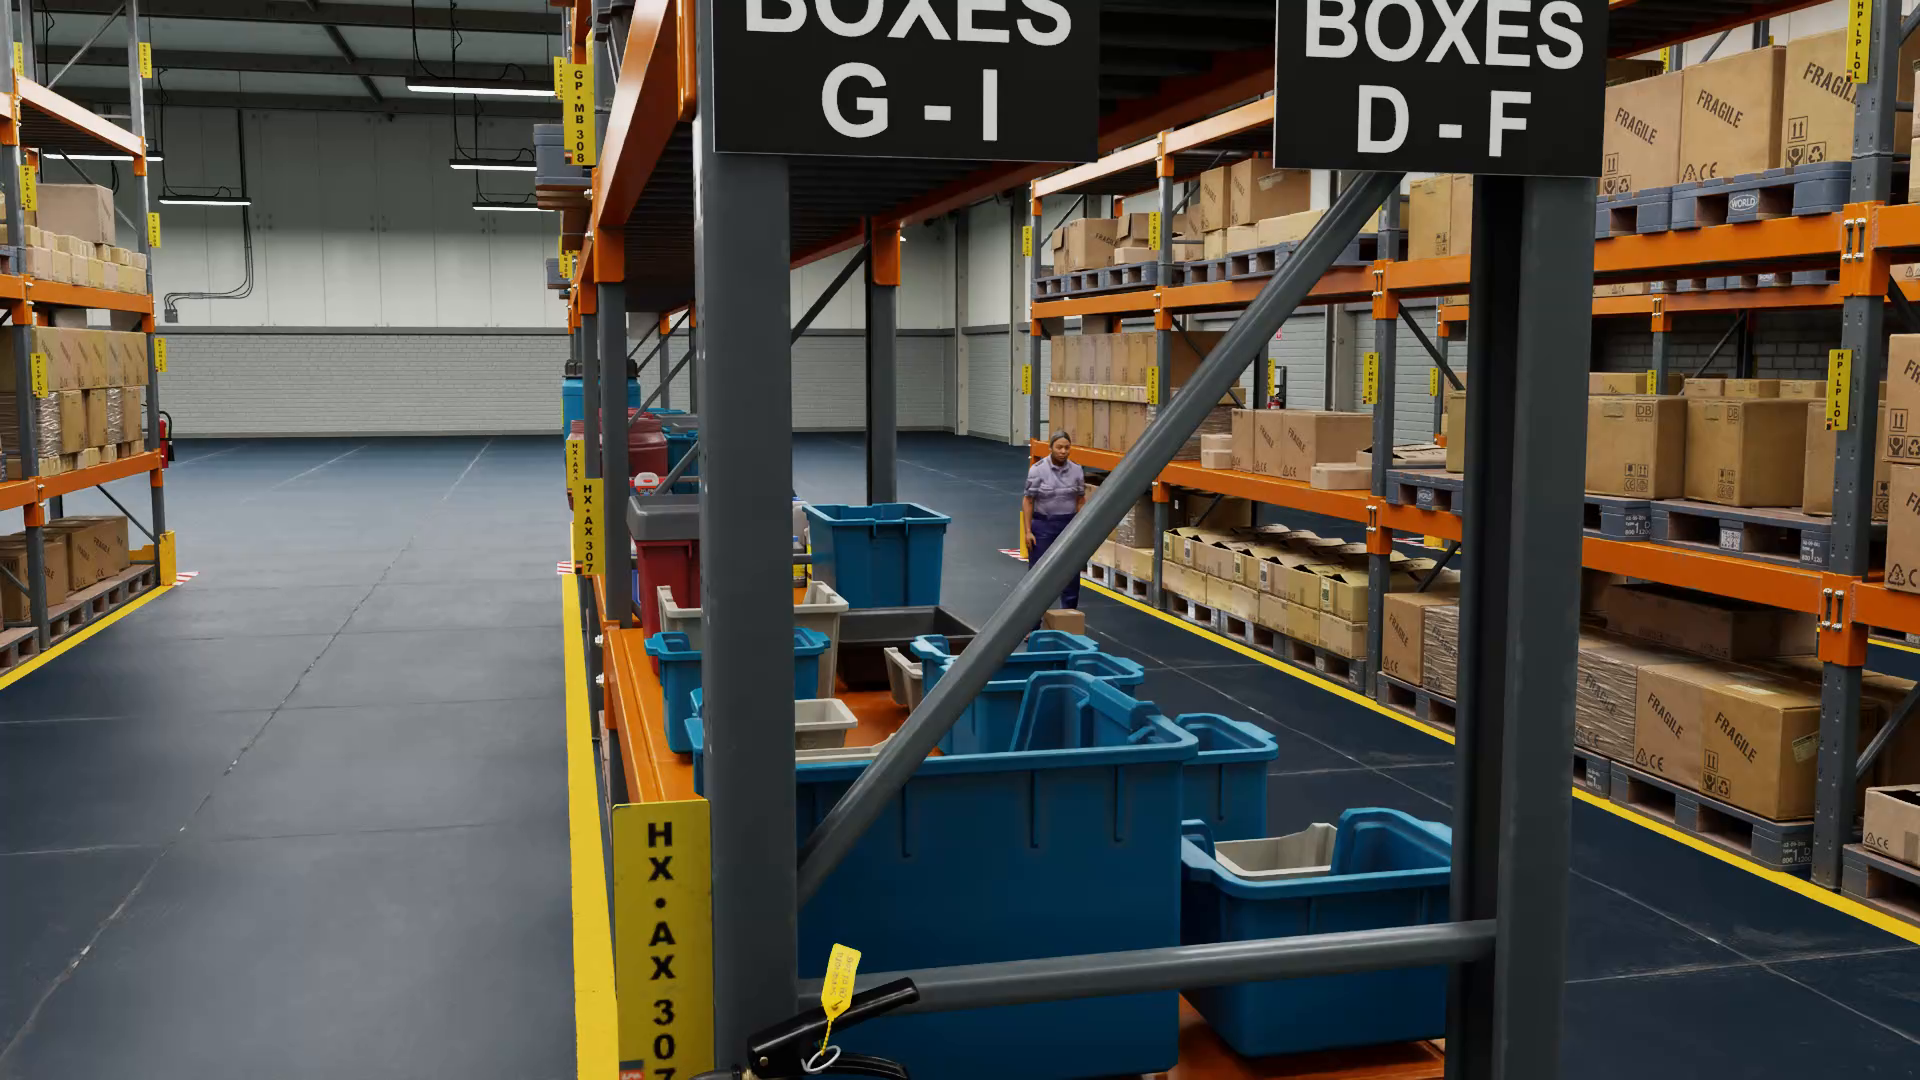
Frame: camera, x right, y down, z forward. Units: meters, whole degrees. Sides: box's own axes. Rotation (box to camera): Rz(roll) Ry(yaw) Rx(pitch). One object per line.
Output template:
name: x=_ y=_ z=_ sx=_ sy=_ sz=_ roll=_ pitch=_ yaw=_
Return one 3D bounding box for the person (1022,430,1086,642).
person: x=0.743 y=-0.039 z=13.074 sx=0.538 sy=1.652 sz=0.371 roll=-1 pitch=6 yaw=-13
